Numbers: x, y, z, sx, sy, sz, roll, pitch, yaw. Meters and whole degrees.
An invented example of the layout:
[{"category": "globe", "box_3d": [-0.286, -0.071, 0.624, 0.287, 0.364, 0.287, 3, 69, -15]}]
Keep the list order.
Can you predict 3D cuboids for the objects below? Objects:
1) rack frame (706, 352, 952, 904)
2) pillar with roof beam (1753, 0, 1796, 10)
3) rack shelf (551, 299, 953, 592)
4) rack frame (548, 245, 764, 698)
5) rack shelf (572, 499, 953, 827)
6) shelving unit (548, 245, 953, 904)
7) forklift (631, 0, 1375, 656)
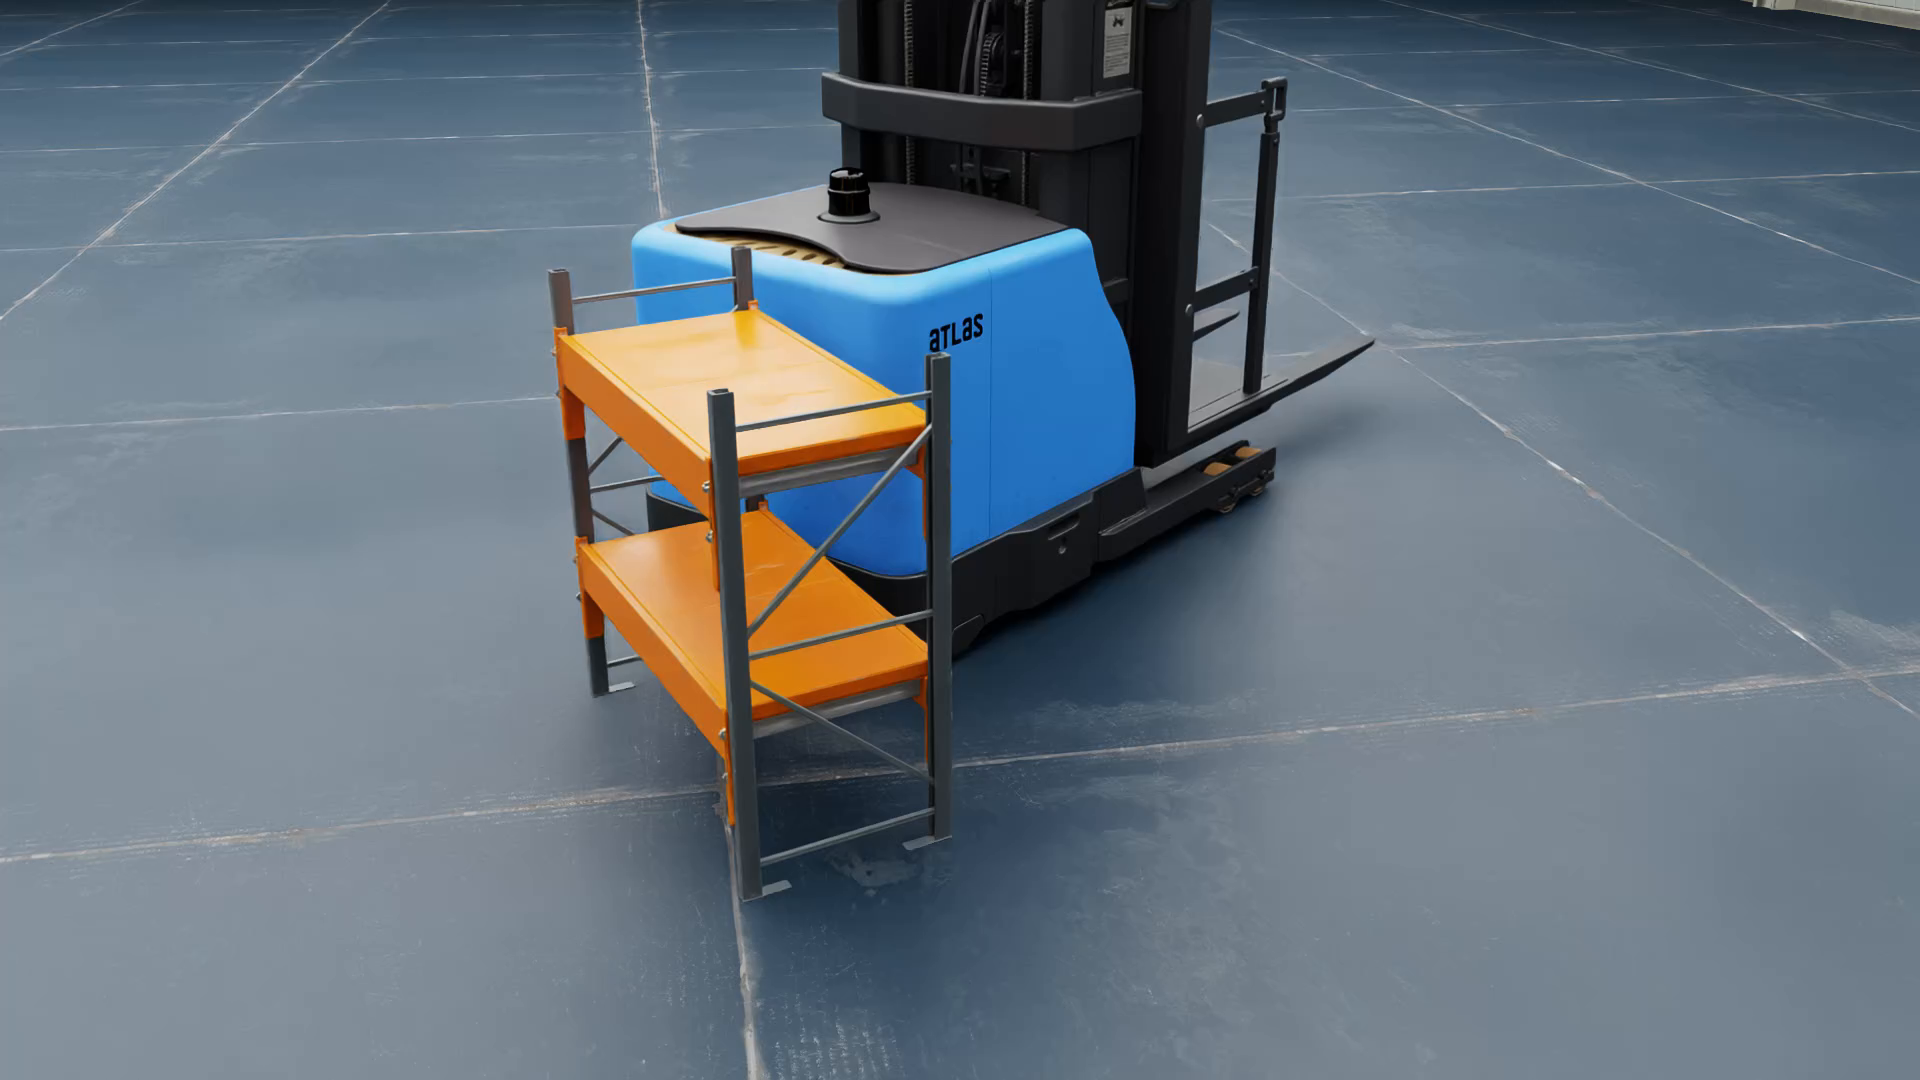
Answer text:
[{"category": "rack frame", "box_3d": [-0.243, 0.196, 3.395, 0.500, 1.125, 0.032, -13, 27, -26]}, {"category": "pillar with roof beam", "box_3d": [5.395, -10.096, 17.123, 9.100, 9.000, 0.400, -4, 24, -10]}, {"category": "rack shelf", "box_3d": [-0.491, -0.250, 3.685, 0.538, 0.278, 1.000, -13, 27, -26]}, {"category": "rack frame", "box_3d": [-0.738, -0.159, 4.209, 0.500, 1.125, 0.032, -13, 27, -26]}, {"category": "rack shelf", "box_3d": [-0.491, 0.243, 3.900, 0.538, 0.278, 1.000, -13, 27, -26]}, {"category": "shelving unit", "box_3d": [-0.491, 0.019, 3.802, 0.538, 1.125, 1.048, -13, 27, -26]}, {"category": "forklift", "box_3d": [0.409, -1.543, 5.122, 1.130, 2.935, 3.031, 18, 29, 35]}]
